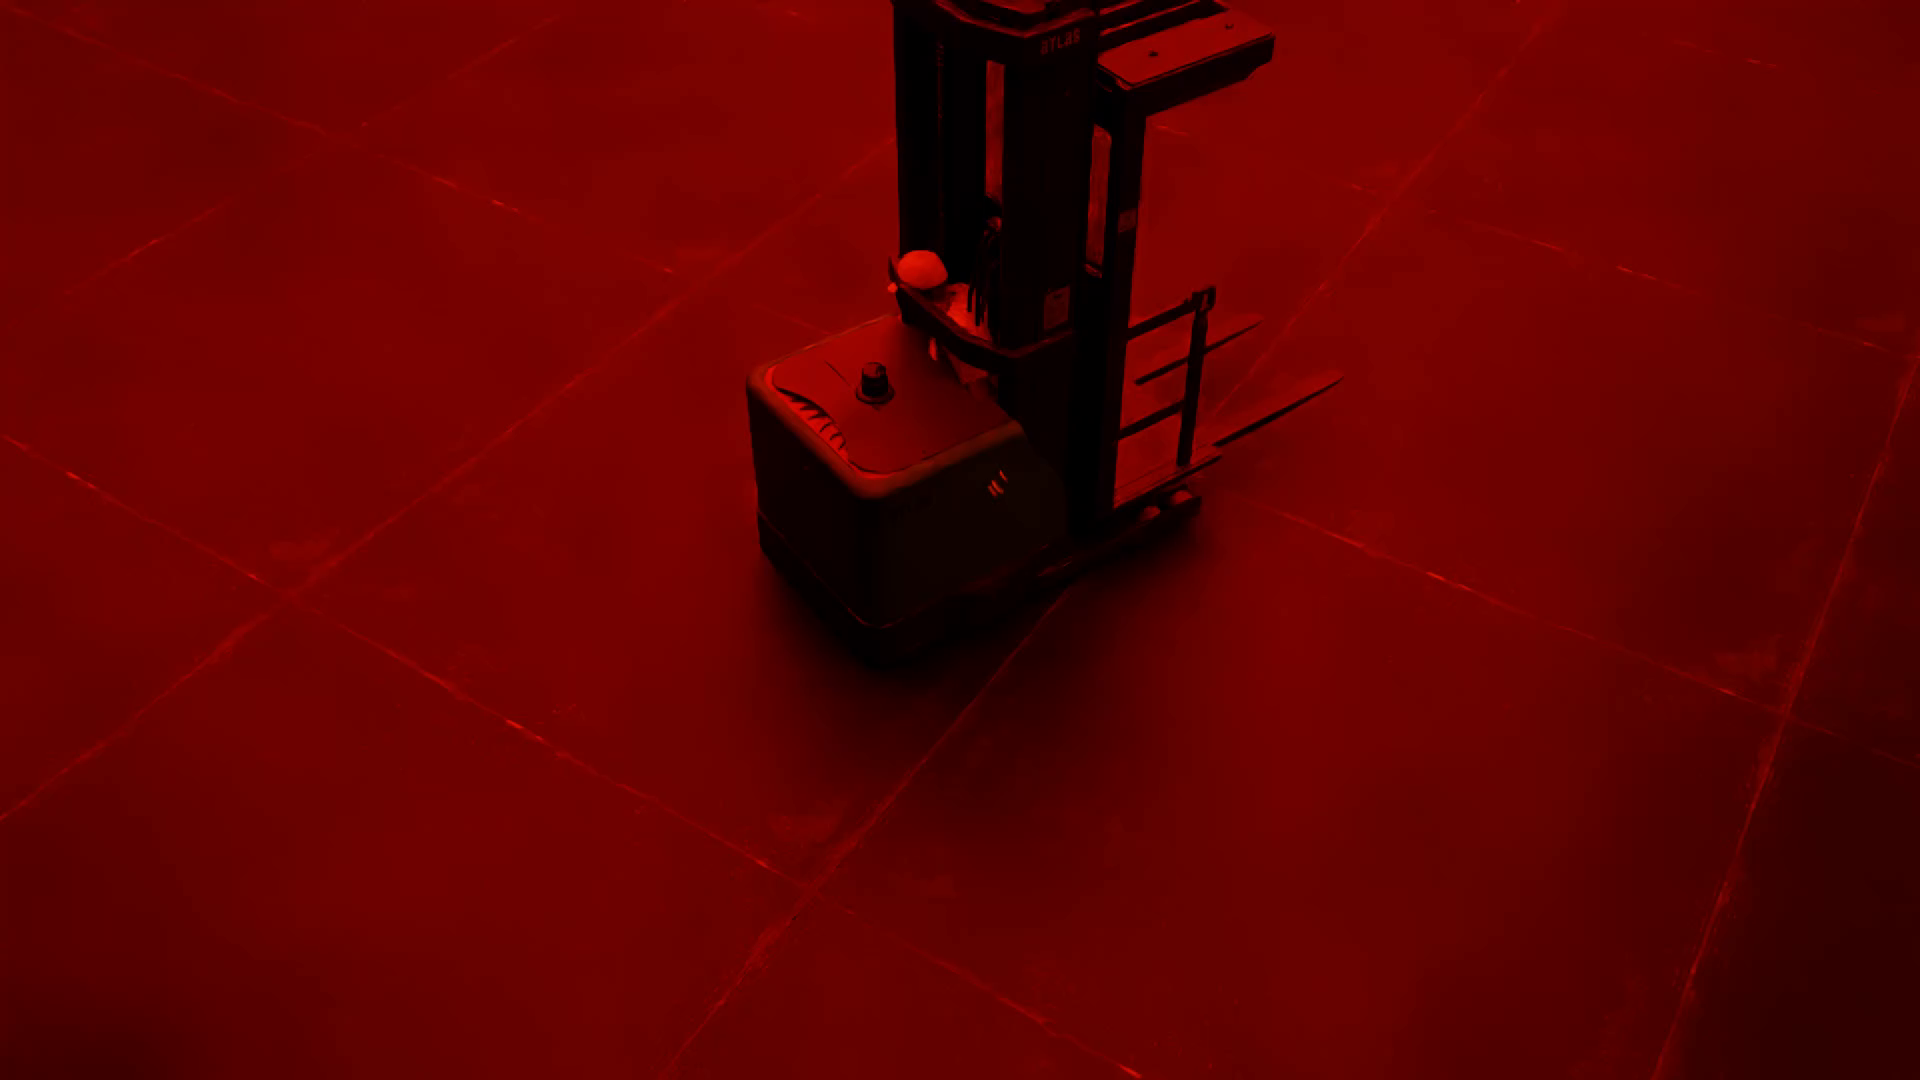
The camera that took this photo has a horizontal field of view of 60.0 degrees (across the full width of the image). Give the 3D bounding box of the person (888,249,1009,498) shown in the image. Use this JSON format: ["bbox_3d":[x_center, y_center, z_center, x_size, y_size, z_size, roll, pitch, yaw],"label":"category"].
[{"bbox_3d":[-0.217,-0.573,7.482,0.962,1.487,1.101,4,44,5],"label":"person"}]

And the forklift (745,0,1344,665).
[{"bbox_3d":[0.550,-1.333,7.254,3.031,2.935,1.130,-26,49,-25],"label":"forklift"}]
